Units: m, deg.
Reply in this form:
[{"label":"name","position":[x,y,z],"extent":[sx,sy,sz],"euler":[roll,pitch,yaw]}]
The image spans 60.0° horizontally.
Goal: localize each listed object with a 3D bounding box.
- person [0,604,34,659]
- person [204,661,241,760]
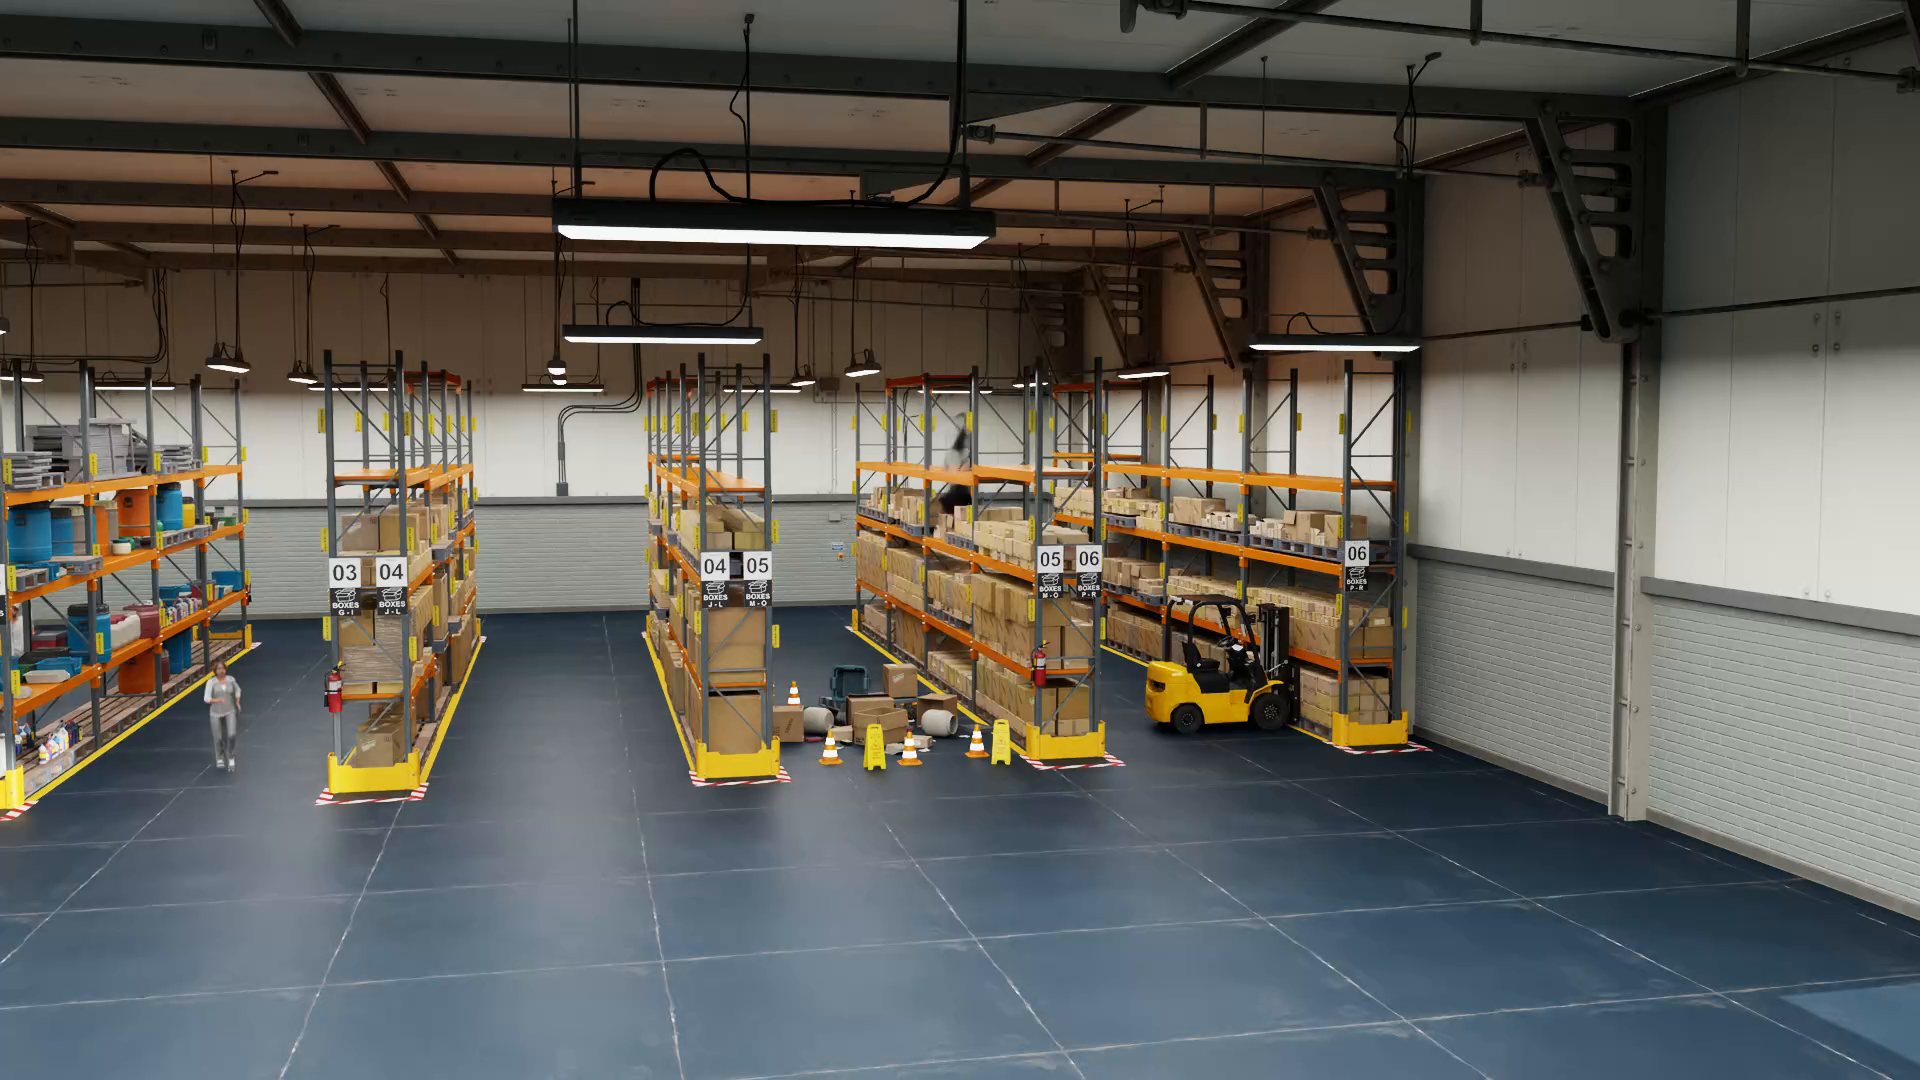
[{"label":"person","position":[-17.386,2.022,30.597],"extent":[0.633,1.743,0.802],"euler":[-2,4,-22]},{"label":"person","position":[-10.598,2.473,23.931],"extent":[0.507,1.469,0.667],"euler":[-2,5,-29]}]
